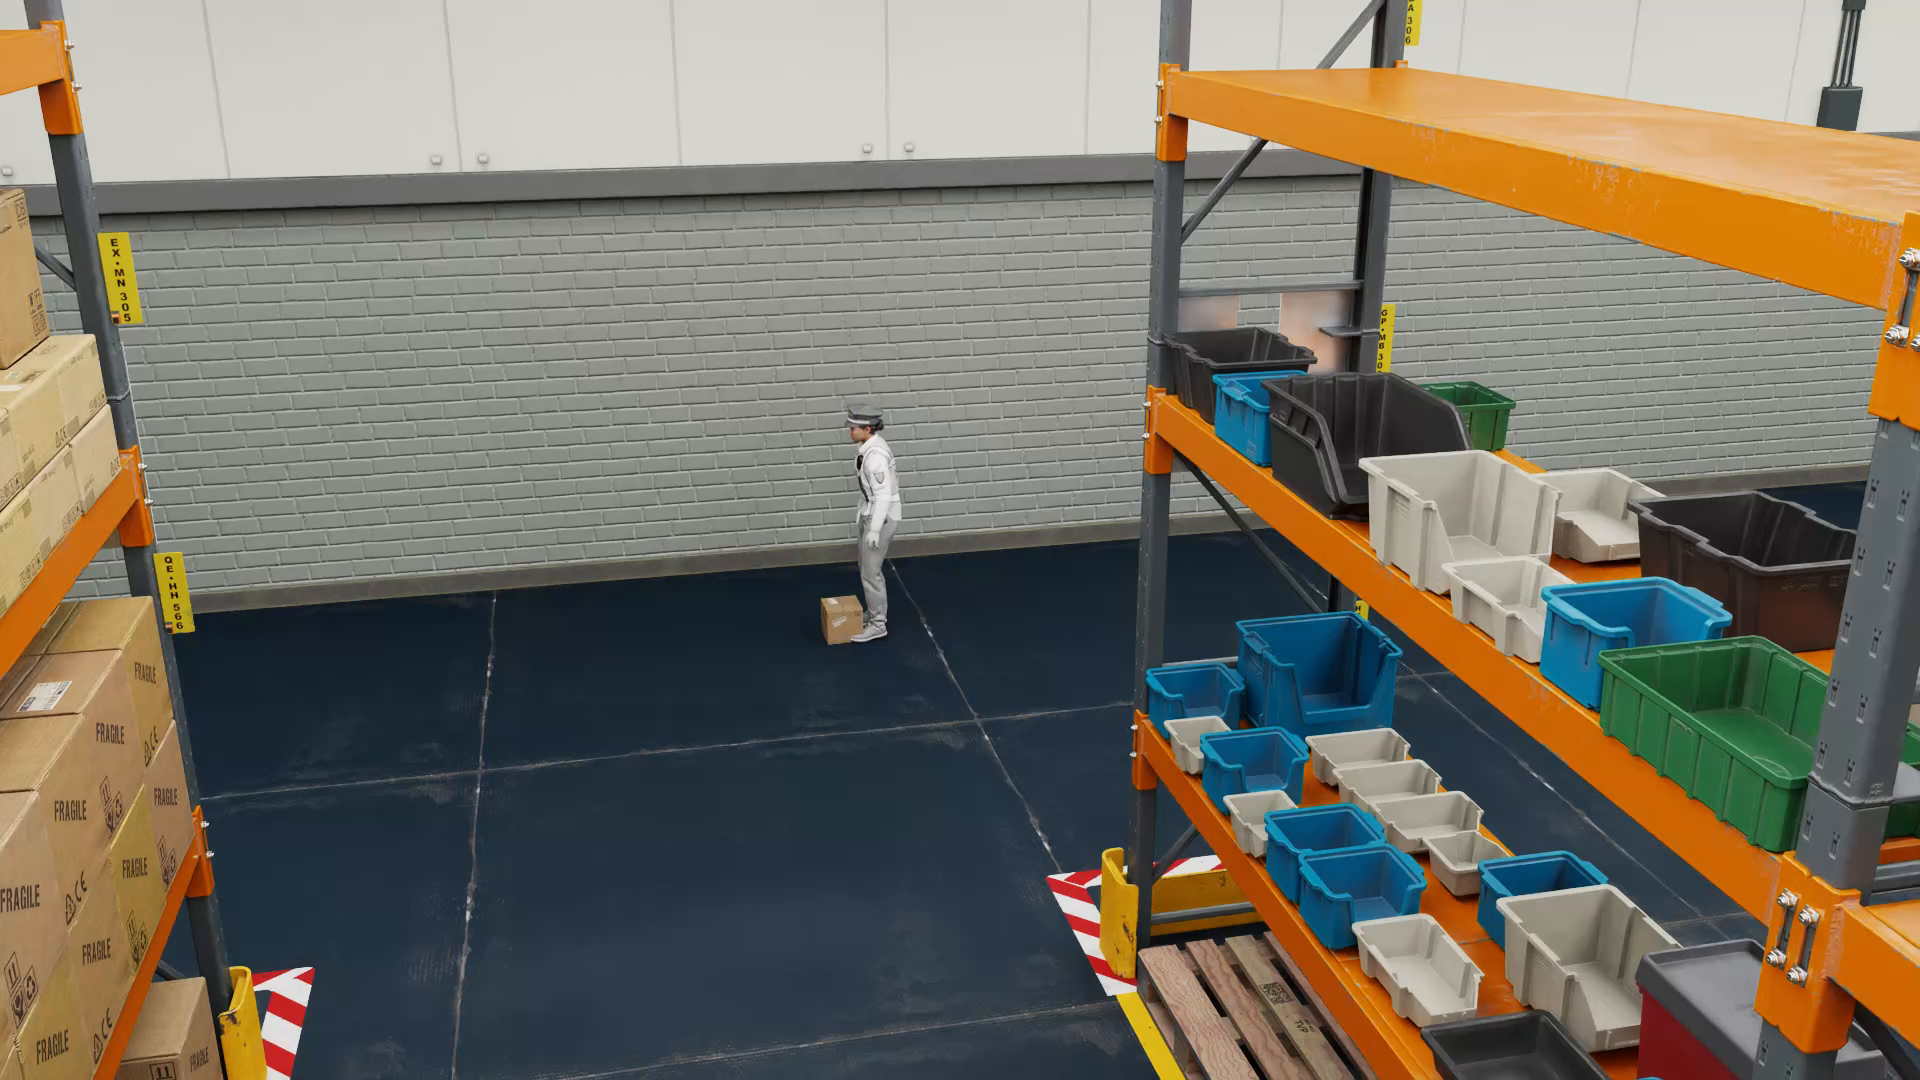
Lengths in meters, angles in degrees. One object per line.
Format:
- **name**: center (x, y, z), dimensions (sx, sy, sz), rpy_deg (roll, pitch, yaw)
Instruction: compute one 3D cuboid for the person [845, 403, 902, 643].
- **person**: center (-0.610, -0.129, 11.423), dimensions (0.403, 1.664, 0.528), rpy_deg (-4, 20, -12)
